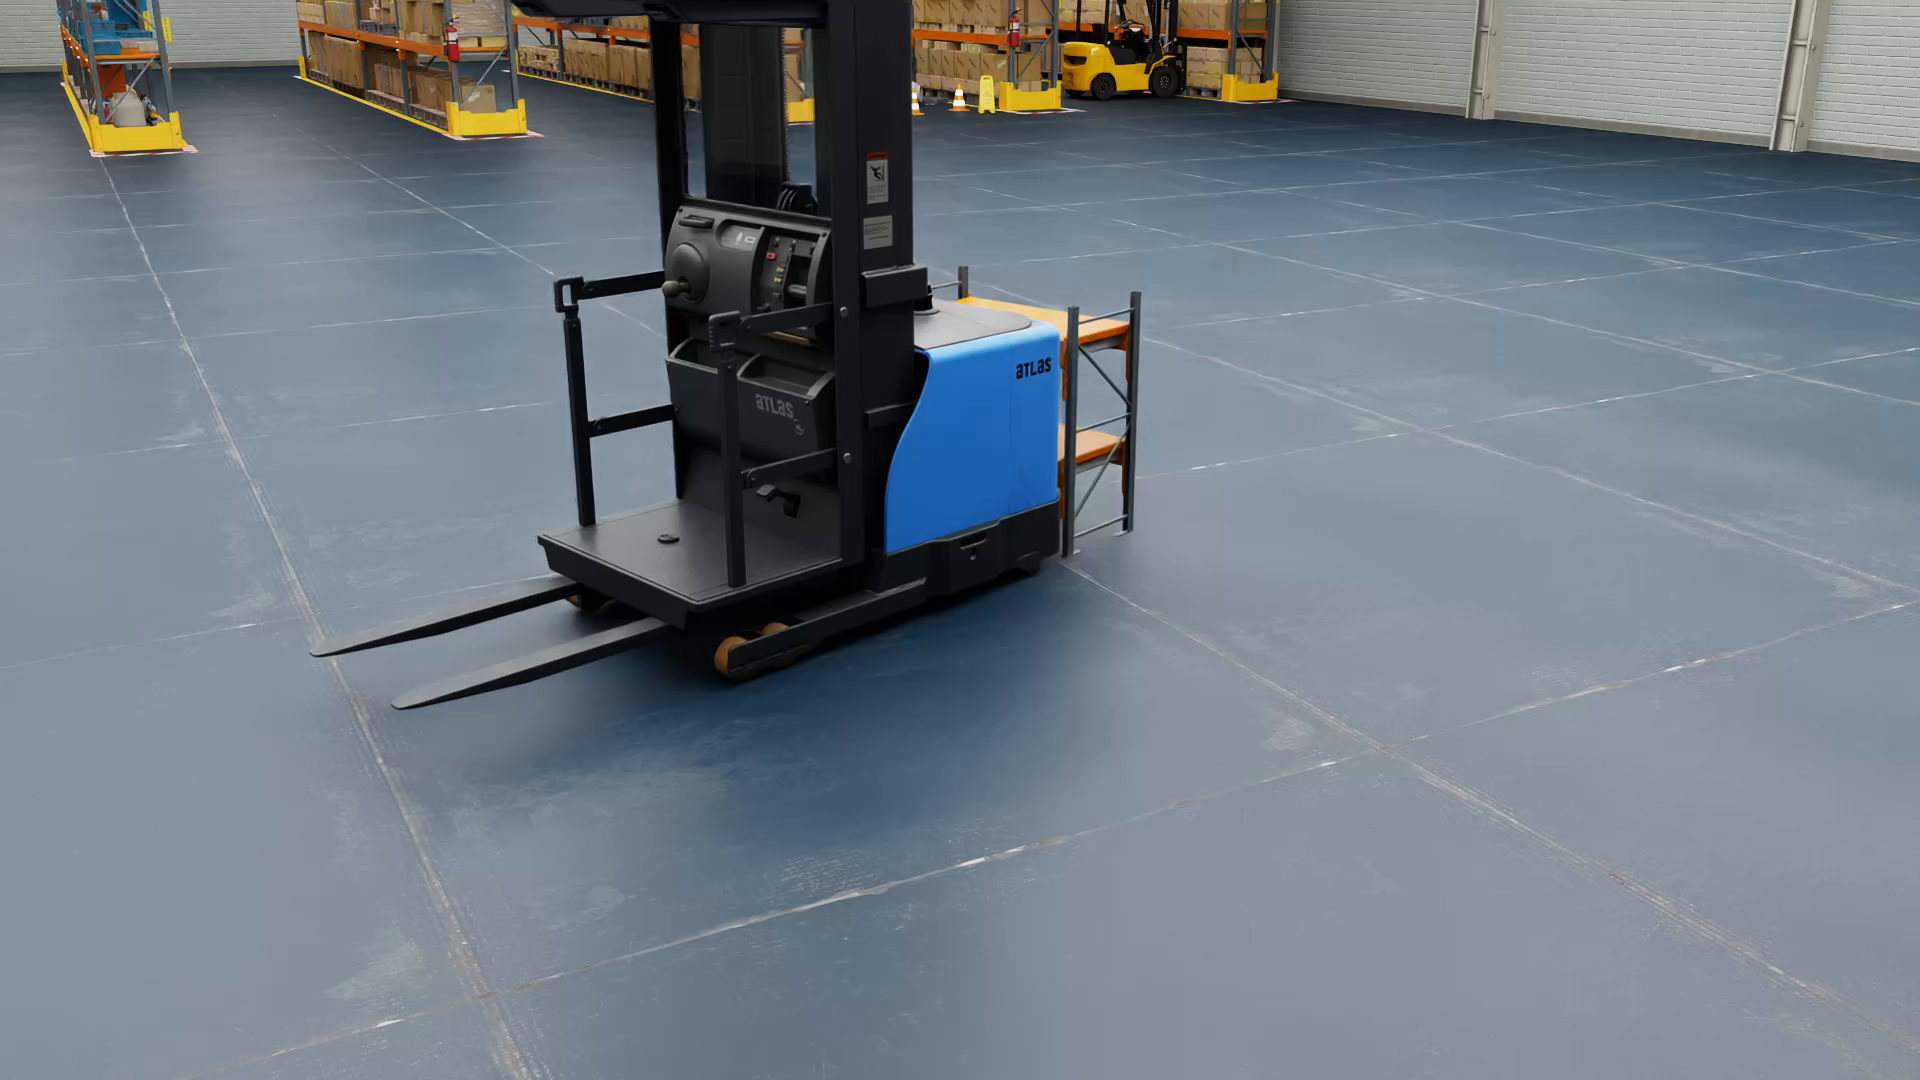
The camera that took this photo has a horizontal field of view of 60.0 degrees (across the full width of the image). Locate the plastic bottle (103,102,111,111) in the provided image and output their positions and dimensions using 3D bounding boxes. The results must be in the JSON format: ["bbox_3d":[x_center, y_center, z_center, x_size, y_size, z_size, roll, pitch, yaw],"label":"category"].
[{"bbox_3d":[-13.225,-6.660,25.834,0.152,0.276,0.135,-10,21,-27],"label":"plastic bottle"}]

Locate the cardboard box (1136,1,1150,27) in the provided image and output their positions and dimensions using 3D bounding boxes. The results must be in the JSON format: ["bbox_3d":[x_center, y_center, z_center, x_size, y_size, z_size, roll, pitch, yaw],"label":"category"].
[{"bbox_3d":[4.037,-10.986,34.717,0.500,0.500,0.500,-10,21,-26],"label":"cardboard box"}]

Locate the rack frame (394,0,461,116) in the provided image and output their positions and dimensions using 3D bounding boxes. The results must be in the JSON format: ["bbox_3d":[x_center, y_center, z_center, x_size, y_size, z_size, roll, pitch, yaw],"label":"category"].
[{"bbox_3d":[-9.294,-8.948,28.966,1.000,3.000,0.127,-10,21,-27],"label":"rack frame"}]

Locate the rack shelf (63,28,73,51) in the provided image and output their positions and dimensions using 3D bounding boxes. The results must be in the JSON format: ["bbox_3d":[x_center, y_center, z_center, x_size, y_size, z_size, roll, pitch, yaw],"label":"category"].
[{"bbox_3d":[-16.502,-9.564,31.851,1.077,0.370,4.000,-10,21,-27],"label":"rack shelf"}]

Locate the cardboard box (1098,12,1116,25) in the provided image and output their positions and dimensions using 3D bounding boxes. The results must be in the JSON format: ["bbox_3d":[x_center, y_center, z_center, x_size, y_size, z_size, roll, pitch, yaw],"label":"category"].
[{"bbox_3d":[3.325,-11.287,35.972,0.500,0.250,0.500,-9,21,-25],"label":"cardboard box"}]

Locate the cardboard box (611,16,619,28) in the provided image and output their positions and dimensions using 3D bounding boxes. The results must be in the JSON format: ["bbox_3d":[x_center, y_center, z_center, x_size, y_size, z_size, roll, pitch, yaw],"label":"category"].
[{"bbox_3d":[-6.805,-10.713,33.925,0.500,0.500,0.500,-10,21,-26],"label":"cardboard box"}]

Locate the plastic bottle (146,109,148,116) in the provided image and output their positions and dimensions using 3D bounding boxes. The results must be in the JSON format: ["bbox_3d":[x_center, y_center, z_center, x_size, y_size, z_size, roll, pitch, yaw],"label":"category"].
[{"bbox_3d":[-12.695,-6.701,26.069,0.097,0.201,0.097,0,19,0],"label":"plastic bottle"}]

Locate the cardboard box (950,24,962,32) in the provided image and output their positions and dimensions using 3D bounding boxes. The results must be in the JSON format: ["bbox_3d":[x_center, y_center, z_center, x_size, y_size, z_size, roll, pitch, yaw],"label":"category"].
[{"bbox_3d":[0.038,-9.788,31.784,0.380,0.149,0.250,-10,21,-27],"label":"cardboard box"}]

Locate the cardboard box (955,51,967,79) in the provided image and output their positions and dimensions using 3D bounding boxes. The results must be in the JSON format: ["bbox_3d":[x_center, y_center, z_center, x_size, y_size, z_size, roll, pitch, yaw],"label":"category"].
[{"bbox_3d":[0.233,-9.073,31.749,0.500,0.500,0.500,-11,22,-28],"label":"cardboard box"}]

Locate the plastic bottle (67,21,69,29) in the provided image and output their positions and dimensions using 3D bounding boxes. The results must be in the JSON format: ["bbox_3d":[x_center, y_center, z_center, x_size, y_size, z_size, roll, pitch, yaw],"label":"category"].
[{"bbox_3d":[-17.362,-10.083,32.449,0.097,0.271,0.097,0,19,0],"label":"plastic bottle"}]

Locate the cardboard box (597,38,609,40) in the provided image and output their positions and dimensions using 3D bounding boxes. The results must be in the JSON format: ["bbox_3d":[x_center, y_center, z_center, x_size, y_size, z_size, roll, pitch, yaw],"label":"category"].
[{"bbox_3d":[-7.871,-11.031,37.041,0.500,0.250,0.500,-9,21,-24],"label":"cardboard box"}]

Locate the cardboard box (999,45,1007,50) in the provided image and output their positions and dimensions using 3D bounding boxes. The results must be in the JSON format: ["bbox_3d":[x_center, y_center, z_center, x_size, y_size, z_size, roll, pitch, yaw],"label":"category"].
[{"bbox_3d":[1.276,-11.652,39.989,0.500,0.500,0.500,-10,22,-27],"label":"cardboard box"}]

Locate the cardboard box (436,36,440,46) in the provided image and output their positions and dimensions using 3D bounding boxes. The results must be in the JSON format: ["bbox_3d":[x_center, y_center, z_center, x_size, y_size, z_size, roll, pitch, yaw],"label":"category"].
[{"bbox_3d":[-8.099,-7.941,26.431,0.380,0.149,0.250,-10,21,-27],"label":"cardboard box"}]

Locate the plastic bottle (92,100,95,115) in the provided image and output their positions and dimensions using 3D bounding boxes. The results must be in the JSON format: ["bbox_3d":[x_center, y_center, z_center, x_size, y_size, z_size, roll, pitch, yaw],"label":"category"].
[{"bbox_3d":[-13.343,-6.665,25.734,0.144,0.351,0.185,-10,21,-27],"label":"plastic bottle"}]

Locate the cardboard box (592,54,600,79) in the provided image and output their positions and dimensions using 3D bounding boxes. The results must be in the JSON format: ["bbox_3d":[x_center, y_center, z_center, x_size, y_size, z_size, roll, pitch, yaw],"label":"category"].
[{"bbox_3d":[-7.566,-10.151,35.639,0.500,0.500,0.500,-9,21,-24],"label":"cardboard box"}]

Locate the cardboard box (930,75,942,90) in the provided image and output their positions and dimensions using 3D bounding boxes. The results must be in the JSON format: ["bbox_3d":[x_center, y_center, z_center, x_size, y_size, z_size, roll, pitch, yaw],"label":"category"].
[{"bbox_3d":[-0.266,-9.019,32.743,0.500,0.250,0.500,-9,21,-24],"label":"cardboard box"}]

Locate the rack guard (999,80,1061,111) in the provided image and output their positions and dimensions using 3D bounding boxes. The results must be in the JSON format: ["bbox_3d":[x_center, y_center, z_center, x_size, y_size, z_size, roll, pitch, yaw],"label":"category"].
[{"bbox_3d":[1.291,-8.175,30.557,1.175,0.500,0.348,-10,21,-27],"label":"rack guard"}]

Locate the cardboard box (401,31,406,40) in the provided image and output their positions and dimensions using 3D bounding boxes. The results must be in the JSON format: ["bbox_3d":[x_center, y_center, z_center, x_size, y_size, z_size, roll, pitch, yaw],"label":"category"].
[{"bbox_3d":[-9.349,-8.648,28.479,0.380,0.149,0.250,-10,21,-27],"label":"cardboard box"}]

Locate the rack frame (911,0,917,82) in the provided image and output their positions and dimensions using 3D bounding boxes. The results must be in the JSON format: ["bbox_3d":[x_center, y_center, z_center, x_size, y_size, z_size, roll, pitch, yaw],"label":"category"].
[{"bbox_3d":[-0.572,-10.483,33.414,1.000,3.000,0.127,-10,21,-27],"label":"rack frame"}]

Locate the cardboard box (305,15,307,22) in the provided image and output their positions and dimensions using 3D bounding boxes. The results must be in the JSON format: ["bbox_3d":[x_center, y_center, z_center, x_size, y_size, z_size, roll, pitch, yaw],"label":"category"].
[{"bbox_3d":[-14.624,-11.827,37.692,0.380,0.149,0.250,-10,22,-28],"label":"cardboard box"}]

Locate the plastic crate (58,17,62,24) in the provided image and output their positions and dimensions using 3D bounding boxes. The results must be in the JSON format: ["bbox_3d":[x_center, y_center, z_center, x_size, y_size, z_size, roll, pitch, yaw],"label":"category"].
[{"bbox_3d":[-19.122,-11.108,35.537,0.250,0.136,0.298,-10,21,-27],"label":"plastic crate"}]

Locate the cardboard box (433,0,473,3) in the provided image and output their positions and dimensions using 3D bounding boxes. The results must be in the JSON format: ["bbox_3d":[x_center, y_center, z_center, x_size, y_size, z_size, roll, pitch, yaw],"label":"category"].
[{"bbox_3d":[-7.873,-8.580,25.757,0.500,0.500,0.500,-10,21,-27],"label":"cardboard box"}]

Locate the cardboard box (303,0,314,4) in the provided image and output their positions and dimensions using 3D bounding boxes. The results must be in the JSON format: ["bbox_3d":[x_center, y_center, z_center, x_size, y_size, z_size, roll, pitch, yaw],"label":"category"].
[{"bbox_3d":[-14.513,-12.347,37.438,0.500,0.500,0.500,-11,22,-28],"label":"cardboard box"}]

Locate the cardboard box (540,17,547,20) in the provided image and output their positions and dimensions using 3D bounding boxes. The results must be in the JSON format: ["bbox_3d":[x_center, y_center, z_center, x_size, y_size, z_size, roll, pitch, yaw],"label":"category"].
[{"bbox_3d":[-9.570,-12.205,38.790,0.380,0.149,0.250,-11,22,-29],"label":"cardboard box"}]

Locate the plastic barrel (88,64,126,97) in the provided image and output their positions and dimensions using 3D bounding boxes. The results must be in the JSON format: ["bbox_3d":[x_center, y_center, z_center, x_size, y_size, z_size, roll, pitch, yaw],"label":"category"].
[{"bbox_3d":[-15.799,-8.640,30.755,0.600,0.830,0.708,-10,21,-27],"label":"plastic barrel"}]

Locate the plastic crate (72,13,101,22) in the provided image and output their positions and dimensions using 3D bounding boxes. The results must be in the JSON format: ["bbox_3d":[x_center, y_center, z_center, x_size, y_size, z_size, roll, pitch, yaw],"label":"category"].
[{"bbox_3d":[-14.152,-8.303,26.997,0.402,0.464,0.583,-10,21,-27],"label":"plastic crate"}]

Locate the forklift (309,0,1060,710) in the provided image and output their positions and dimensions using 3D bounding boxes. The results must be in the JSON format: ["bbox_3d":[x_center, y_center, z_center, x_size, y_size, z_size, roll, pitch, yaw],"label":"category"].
[{"bbox_3d":[-0.968,-1.053,6.189,3.031,2.935,1.130,-18,26,-42],"label":"forklift"}]

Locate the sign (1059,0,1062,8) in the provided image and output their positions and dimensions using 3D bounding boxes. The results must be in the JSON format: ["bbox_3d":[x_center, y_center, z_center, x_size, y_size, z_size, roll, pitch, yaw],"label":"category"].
[{"bbox_3d":[1.805,-9.829,30.189,0.100,0.325,0.005,-10,21,-27],"label":"sign"}]

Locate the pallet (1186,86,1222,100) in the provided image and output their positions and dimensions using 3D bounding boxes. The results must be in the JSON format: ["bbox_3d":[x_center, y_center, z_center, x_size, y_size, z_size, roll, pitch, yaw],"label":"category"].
[{"bbox_3d":[5.294,-9.000,33.390,1.003,0.211,1.213,-10,21,-27],"label":"pallet"}]

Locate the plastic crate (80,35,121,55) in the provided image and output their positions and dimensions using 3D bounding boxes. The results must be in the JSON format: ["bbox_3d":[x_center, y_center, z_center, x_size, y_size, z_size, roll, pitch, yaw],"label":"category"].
[{"bbox_3d":[-12.254,-7.060,23.721,0.499,0.251,0.616,-10,21,-27],"label":"plastic crate"}]

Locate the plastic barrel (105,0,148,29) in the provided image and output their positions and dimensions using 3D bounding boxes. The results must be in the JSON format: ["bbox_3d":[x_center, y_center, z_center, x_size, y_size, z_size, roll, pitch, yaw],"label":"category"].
[{"bbox_3d":[-13.570,-8.576,27.118,0.600,0.901,0.708,-10,21,-27],"label":"plastic barrel"}]

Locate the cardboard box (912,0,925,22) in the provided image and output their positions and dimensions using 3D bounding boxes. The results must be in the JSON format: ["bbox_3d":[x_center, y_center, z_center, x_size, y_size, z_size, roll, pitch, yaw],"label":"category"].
[{"bbox_3d":[-0.609,-10.502,32.858,0.500,0.500,0.500,-10,21,-27],"label":"cardboard box"}]

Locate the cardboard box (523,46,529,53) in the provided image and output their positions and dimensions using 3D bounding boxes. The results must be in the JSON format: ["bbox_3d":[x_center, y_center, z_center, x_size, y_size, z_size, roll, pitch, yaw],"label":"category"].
[{"bbox_3d":[-10.386,-11.909,40.360,0.380,0.149,0.250,-10,21,-27],"label":"cardboard box"}]

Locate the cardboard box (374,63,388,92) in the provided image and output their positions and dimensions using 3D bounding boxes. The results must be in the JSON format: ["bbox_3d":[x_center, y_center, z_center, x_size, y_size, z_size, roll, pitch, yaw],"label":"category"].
[{"bbox_3d":[-10.857,-8.934,32.081,0.700,0.500,0.500,-11,22,-30],"label":"cardboard box"}]

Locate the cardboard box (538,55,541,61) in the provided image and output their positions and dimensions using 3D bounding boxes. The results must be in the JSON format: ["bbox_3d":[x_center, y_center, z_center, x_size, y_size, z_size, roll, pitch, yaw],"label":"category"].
[{"bbox_3d":[-9.881,-11.567,39.824,0.380,0.149,0.250,-9,21,-24],"label":"cardboard box"}]

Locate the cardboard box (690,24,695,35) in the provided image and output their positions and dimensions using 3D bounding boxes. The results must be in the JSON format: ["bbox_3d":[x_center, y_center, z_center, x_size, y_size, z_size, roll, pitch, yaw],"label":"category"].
[{"bbox_3d":[-4.414,-9.500,30.335,0.875,0.550,0.550,-10,21,-27],"label":"cardboard box"}]

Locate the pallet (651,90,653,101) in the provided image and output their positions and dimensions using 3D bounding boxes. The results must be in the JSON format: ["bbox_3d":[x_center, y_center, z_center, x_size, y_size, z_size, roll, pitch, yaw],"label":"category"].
[{"bbox_3d":[-5.313,-8.579,32.171,1.003,0.211,1.213,-10,21,-27],"label":"pallet"}]

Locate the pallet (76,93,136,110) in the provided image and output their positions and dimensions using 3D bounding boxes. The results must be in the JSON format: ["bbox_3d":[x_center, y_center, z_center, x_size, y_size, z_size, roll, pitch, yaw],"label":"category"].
[{"bbox_3d":[-15.963,-8.231,31.162,1.003,0.211,1.213,-10,21,-27],"label":"pallet"}]

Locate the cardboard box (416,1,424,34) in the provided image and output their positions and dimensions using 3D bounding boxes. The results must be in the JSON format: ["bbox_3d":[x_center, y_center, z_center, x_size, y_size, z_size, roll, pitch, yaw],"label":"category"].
[{"bbox_3d":[-8.401,-8.571,27.262,0.875,0.500,0.500,-10,21,-27],"label":"cardboard box"}]

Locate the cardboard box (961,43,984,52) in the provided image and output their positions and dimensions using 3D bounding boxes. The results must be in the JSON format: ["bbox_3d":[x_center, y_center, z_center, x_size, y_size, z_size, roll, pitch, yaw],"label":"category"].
[{"bbox_3d":[0.244,-9.328,31.494,0.380,0.149,0.250,-9,21,-24],"label":"cardboard box"}]

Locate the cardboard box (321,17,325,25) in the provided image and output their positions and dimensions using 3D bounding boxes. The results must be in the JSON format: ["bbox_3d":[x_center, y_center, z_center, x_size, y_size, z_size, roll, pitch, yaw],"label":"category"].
[{"bbox_3d":[-13.526,-11.163,35.769,0.380,0.149,0.250,-10,21,-26],"label":"cardboard box"}]

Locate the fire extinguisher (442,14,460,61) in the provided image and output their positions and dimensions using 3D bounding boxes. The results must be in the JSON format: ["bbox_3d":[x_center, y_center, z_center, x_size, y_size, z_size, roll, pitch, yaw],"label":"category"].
[{"bbox_3d":[-7.746,-7.659,25.348,0.296,0.674,0.183,-10,21,-27],"label":"fire extinguisher"}]

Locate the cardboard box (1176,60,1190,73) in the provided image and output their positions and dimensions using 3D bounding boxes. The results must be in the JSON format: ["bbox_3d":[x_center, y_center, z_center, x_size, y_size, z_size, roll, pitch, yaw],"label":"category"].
[{"bbox_3d":[4.695,-9.622,33.723,0.500,0.250,0.500,-11,22,-28],"label":"cardboard box"}]

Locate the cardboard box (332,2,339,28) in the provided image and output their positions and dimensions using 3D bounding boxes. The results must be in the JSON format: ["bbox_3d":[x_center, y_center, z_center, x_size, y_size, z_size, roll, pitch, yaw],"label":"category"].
[{"bbox_3d":[-12.617,-10.834,34.275,0.500,0.500,0.500,-11,22,-28],"label":"cardboard box"}]

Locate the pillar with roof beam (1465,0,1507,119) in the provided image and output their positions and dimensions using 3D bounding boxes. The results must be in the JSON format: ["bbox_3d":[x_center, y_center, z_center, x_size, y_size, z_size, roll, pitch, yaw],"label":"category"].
[{"bbox_3d":[5.217,-10.891,25.399,9.100,9.000,0.400,-10,21,-27],"label":"pillar with roof beam"}]

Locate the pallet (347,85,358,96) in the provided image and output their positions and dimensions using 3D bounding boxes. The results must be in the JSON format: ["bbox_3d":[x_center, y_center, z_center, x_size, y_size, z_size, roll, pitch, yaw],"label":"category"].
[{"bbox_3d":[-12.077,-9.366,34.452,1.003,0.211,1.213,-10,21,-27],"label":"pallet"}]

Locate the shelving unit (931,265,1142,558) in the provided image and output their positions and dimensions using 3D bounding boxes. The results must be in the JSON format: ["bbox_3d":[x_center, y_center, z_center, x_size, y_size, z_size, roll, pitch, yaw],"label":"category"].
[{"bbox_3d":[0.249,-0.625,7.718,1.048,1.125,0.538,16,25,38],"label":"shelving unit"}]

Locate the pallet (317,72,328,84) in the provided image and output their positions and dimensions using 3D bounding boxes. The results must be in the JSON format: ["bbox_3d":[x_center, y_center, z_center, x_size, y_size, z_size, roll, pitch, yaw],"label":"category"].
[{"bbox_3d":[-13.968,-10.508,37.760,1.003,0.211,1.213,-10,21,-27],"label":"pallet"}]

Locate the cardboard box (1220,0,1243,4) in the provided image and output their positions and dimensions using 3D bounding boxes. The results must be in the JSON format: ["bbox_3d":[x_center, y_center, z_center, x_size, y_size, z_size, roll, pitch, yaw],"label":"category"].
[{"bbox_3d":[5.282,-10.515,32.358,0.380,0.149,0.250,-10,21,-26],"label":"cardboard box"}]

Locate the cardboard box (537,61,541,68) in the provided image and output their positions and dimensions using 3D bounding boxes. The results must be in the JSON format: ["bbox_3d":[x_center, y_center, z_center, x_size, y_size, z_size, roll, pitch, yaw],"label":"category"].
[{"bbox_3d":[-9.866,-11.341,39.627,0.380,0.149,0.250,-10,21,-27],"label":"cardboard box"}]

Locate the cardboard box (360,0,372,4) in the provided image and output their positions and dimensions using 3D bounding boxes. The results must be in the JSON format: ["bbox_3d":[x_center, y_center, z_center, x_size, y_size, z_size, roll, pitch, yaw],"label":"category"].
[{"bbox_3d":[-11.526,-10.831,32.729,0.797,0.503,0.637,-9,21,-25],"label":"cardboard box"}]

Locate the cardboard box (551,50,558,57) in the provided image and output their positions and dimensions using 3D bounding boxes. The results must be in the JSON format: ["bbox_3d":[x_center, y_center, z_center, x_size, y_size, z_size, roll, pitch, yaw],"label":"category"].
[{"bbox_3d":[-9.234,-11.245,38.437,0.380,0.149,0.250,-10,21,-26],"label":"cardboard box"}]
